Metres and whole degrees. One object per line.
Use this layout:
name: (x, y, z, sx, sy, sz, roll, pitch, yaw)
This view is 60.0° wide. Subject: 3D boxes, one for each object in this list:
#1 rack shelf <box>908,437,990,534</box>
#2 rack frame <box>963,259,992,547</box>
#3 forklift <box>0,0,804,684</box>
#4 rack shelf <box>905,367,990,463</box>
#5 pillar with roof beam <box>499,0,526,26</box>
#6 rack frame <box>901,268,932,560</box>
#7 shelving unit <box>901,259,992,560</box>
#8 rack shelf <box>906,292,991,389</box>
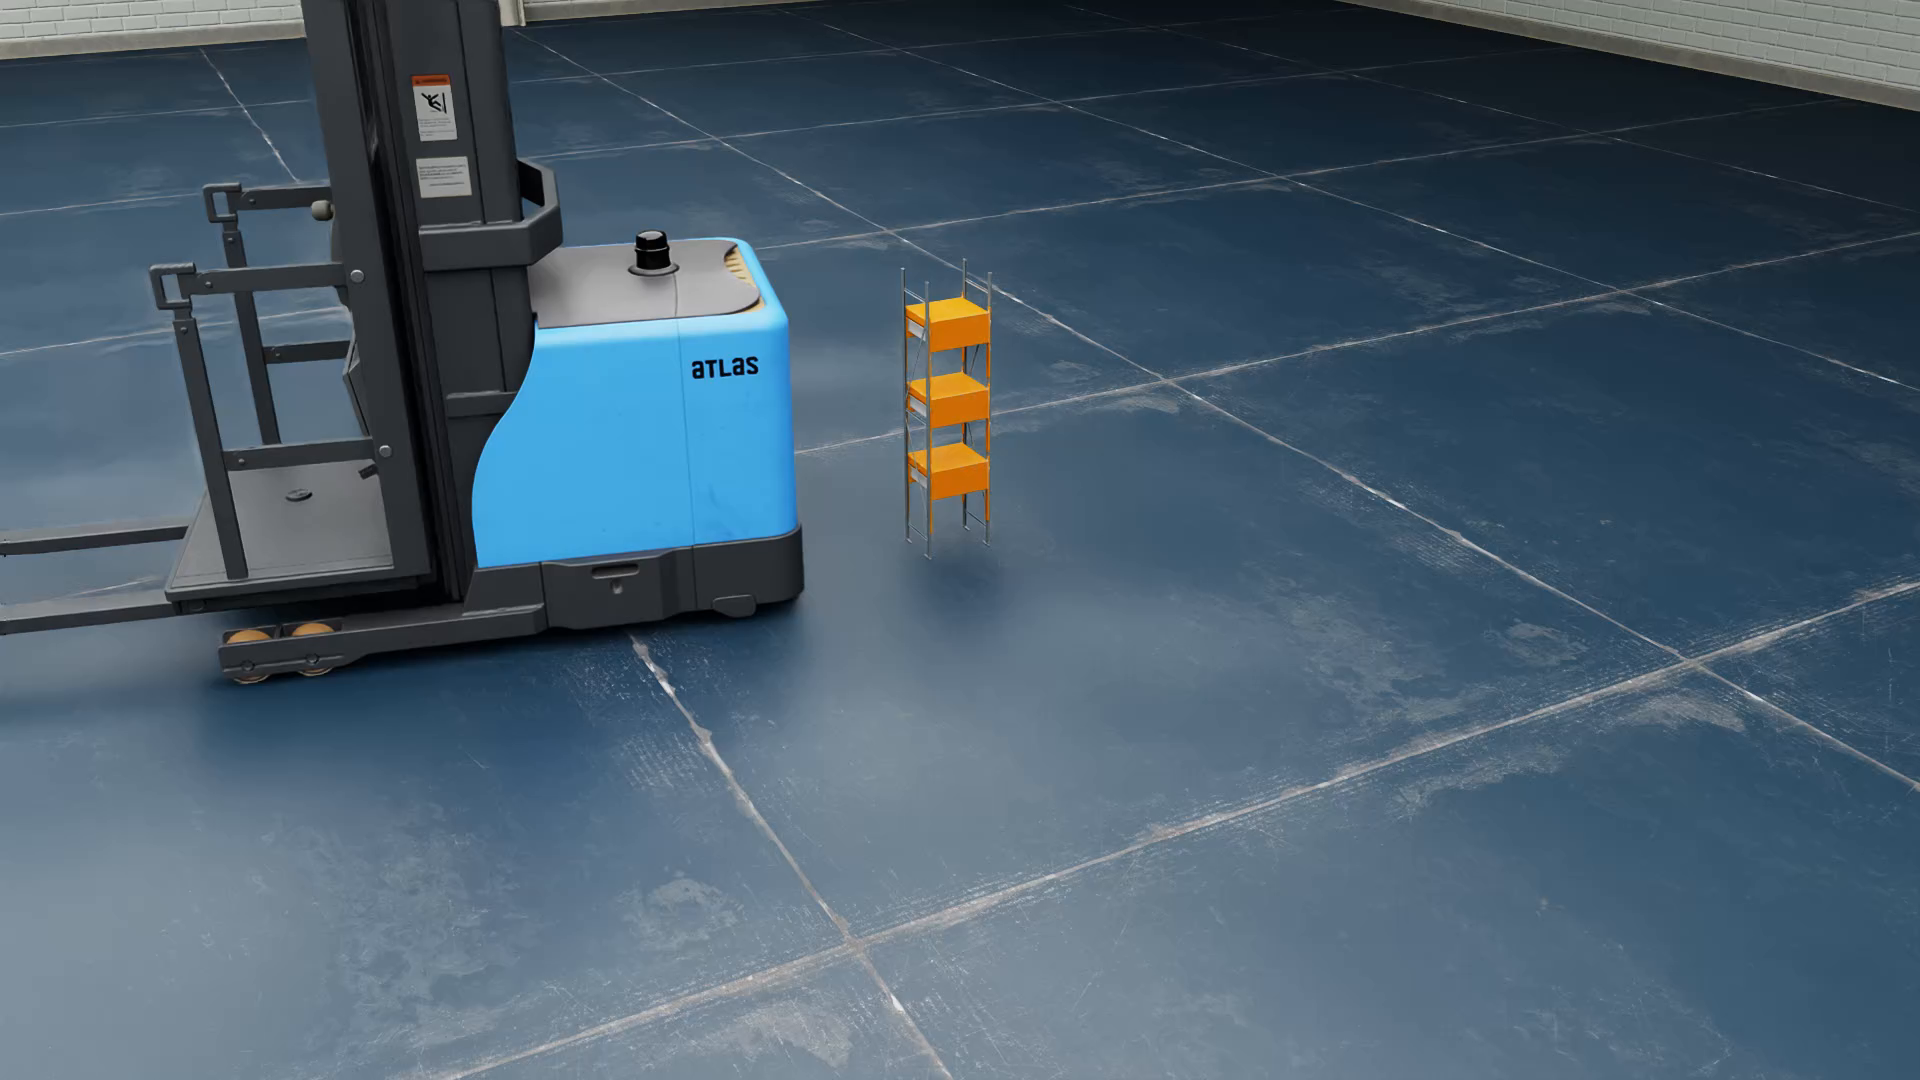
rack shelf: (-0.047, -0.202, 6.125, 0.240, 0.259, 0.215, -13, 29, -25)
rack frame: (0.060, -0.487, 6.052, 0.008, 1.050, 0.200, -13, 29, -25)
forklift: (-2.112, -1.117, 5.190, 3.031, 2.935, 1.130, -6, 26, -13)
rack shelf: (-0.047, -0.453, 6.005, 0.240, 0.259, 0.215, -13, 29, -25)
pillar with roof beam: (-2.802, -7.865, 12.235, 0.400, 9.000, 9.100, -13, 29, -25)
rack frame: (-0.155, -0.438, 5.948, 0.008, 1.050, 0.200, -13, 29, -25)
shelving unit: (-0.047, -0.462, 6.000, 0.252, 1.050, 0.215, -13, 29, -25)
rack shelf: (-0.047, -0.709, 5.882, 0.240, 0.259, 0.215, -13, 29, -25)
